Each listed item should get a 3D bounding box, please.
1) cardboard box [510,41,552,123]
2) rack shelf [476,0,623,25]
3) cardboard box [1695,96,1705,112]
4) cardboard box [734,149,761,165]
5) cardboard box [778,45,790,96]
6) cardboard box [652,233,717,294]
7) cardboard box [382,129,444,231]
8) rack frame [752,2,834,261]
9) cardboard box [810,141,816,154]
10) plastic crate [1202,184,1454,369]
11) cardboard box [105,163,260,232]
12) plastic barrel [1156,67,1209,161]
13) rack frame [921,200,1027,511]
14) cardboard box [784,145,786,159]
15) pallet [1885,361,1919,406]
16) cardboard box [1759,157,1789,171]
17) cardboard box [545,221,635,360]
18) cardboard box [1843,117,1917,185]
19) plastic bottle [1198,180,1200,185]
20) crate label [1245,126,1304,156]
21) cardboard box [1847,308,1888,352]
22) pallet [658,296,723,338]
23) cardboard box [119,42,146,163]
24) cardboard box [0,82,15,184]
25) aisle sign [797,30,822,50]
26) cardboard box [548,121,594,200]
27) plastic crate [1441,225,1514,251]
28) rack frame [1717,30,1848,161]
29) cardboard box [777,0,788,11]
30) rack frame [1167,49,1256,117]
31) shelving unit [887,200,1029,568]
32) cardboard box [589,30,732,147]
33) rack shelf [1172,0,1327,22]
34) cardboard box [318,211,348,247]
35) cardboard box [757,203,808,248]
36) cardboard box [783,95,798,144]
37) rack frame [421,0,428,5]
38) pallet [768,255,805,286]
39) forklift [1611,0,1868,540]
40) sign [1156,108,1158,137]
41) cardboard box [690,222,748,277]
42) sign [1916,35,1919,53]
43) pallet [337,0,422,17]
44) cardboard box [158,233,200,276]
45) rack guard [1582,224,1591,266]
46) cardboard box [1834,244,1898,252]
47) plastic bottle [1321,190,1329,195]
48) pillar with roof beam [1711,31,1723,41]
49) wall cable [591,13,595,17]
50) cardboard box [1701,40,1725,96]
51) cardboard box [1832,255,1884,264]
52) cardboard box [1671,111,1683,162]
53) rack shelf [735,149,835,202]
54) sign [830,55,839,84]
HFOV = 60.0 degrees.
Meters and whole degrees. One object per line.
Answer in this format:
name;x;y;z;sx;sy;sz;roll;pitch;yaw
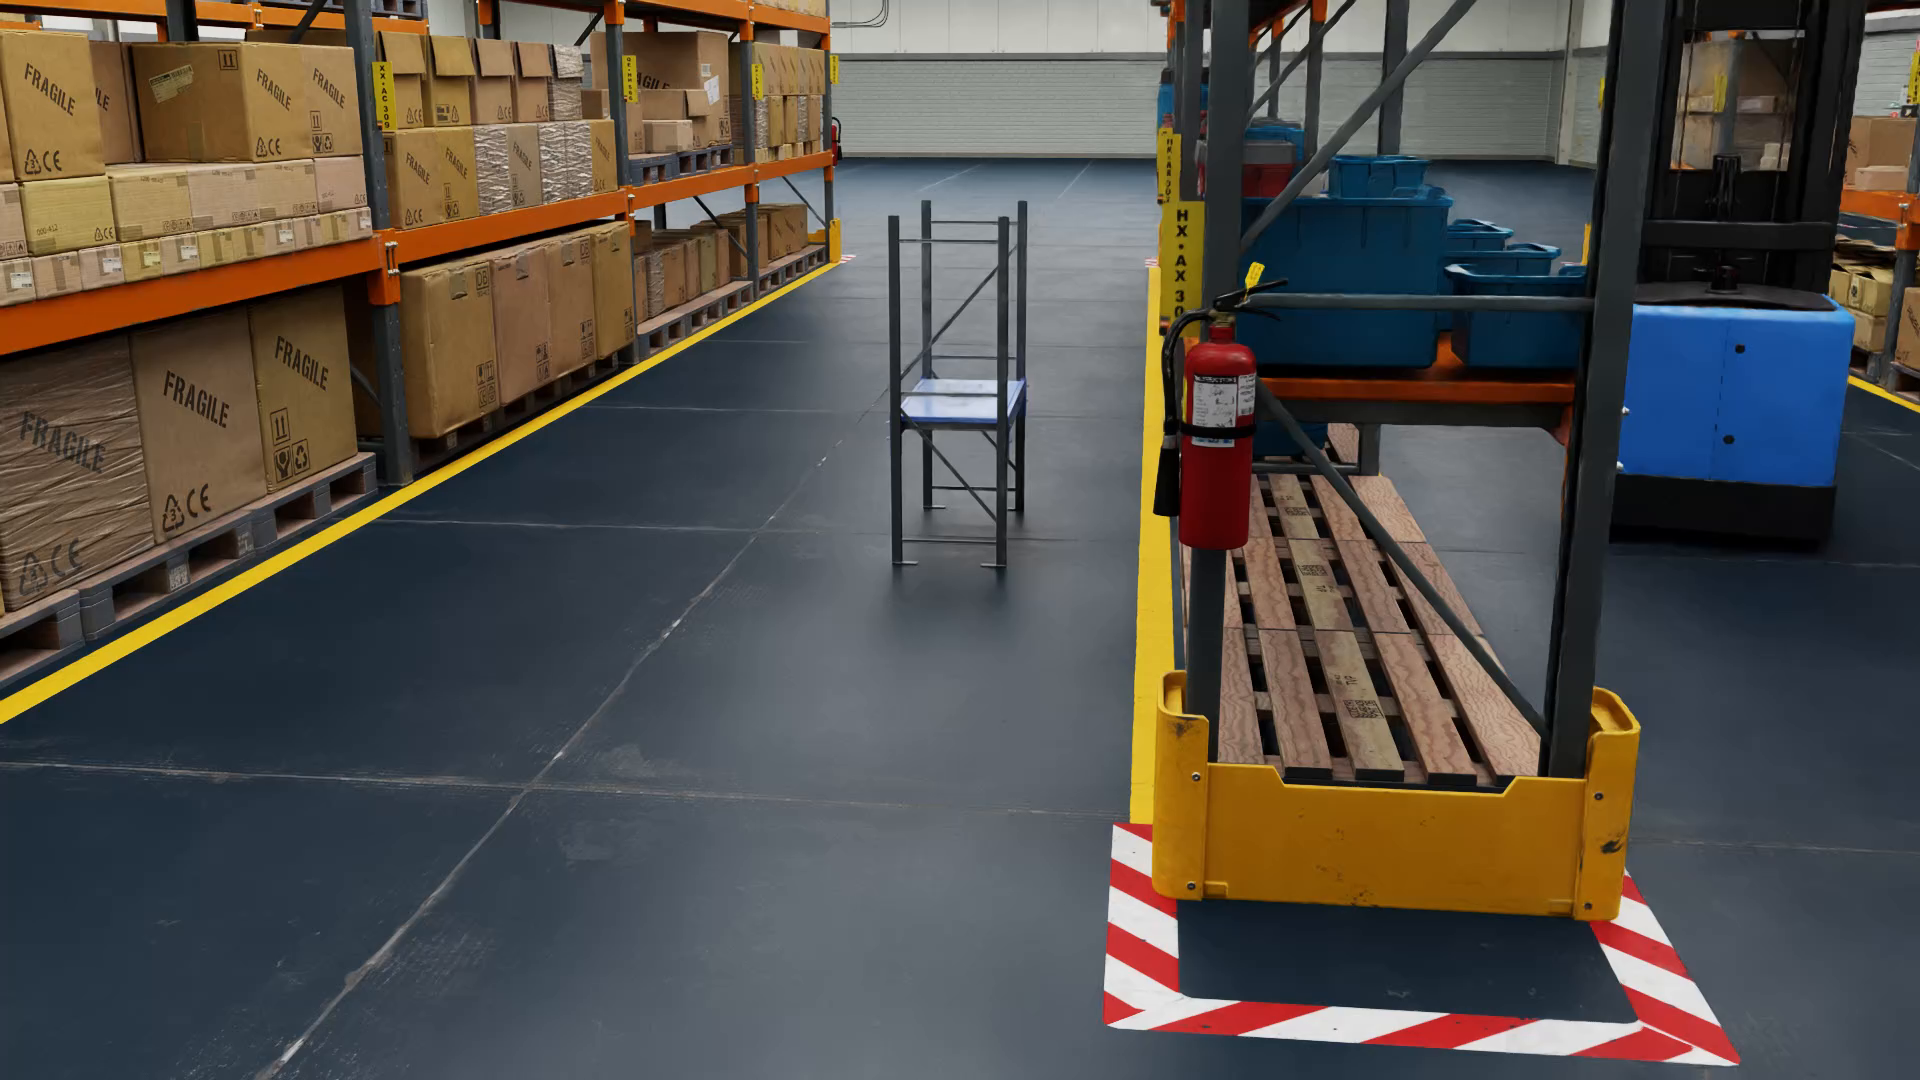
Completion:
cardboard box;-3.109;-2.959;10.744;0.797;0.503;0.637;2;15;8
rack shelf;-3.160;-3.366;9.996;1.077;0.370;4.000;2;15;6
cardboard box;7.263;-4.167;15.893;0.380;0.149;0.250;2;15;6
cardboard box;-2.160;-3.747;16.255;0.380;0.149;0.250;2;15;6
cardboard box;-2.068;-4.865;17.229;0.500;0.500;0.500;2;15;6
cardboard box;-2.646;-2.546;15.275;0.700;0.500;0.500;2;15;6
cardboard box;-3.085;-1.907;8.776;0.500;0.500;0.500;2;15;6
rack frame;-2.032;-4.859;19.885;1.000;3.000;0.127;2;15;6
cardboard box;-1.865;-4.527;19.137;0.380;0.149;0.250;2;15;6
plastic crate;0.936;-0.702;4.328;0.616;0.435;0.499;2;15;6
cardboard box;-3.288;-1.429;6.918;0.500;0.250;0.500;2;15;7
plastic barrel;2.094;-3.826;15.106;0.600;0.901;0.708;2;15;6
rack frame;0.067;-0.878;8.036;0.500;1.500;0.032;2;15;6
cardboard box;-2.043;-4.072;17.456;0.380;0.149;0.250;2;15;6
pallet;6.786;-0.953;10.781;1.003;0.211;1.213;2;15;6
cardboard box;7.057;-3.184;14.171;0.380;0.149;0.250;2;15;6
cardboard box;-3.033;-1.783;11.775;1.225;0.875;0.875;1;15;4
cardboard box;7.081;-2.975;12.727;0.500;0.500;0.500;1;15;3
plastic bottle;1.300;-1.747;8.616;0.152;0.276;0.135;2;15;6
crate label;2.368;-2.905;12.591;0.502;0.435;0.616;2;15;6
cardboard box;6.725;-1.510;11.965;0.500;0.250;0.500;2;15;8
pallet;-2.705;-1.956;14.492;1.003;0.211;1.213;2;15;6
cardboard box;-3.757;-1.936;7.355;0.500;0.500;0.500;2;15;6
cardboard box;-3.458;-1.389;5.332;0.500;0.500;0.500;1;15;5
aisle sign;-1.727;-6.121;19.573;0.394;0.787;0.004;2;15;6
cardboard box;-2.806;-2.568;11.221;0.500;0.500;0.500;2;15;6
plastic crate;1.588;-0.907;5.477;0.416;0.233;0.300;2;15;6
rack frame;7.360;-3.529;14.966;1.000;3.000;0.127;2;15;6
cardboard box;-2.056;-5.572;17.064;0.500;0.250;0.500;1;15;4
rack frame;2.890;-4.713;19.346;1.000;3.000;0.127;2;15;6
shelving unit;0.010;-0.746;7.548;0.538;1.500;1.048;2;15;6
cardboard box;-2.712;-4.112;15.169;1.000;1.000;1.000;2;15;7
rack shelf;1.761;-3.220;9.456;1.077;0.370;4.000;2;15;6
cardboard box;-3.123;-1.470;7.832;0.380;0.149;0.250;2;15;7
cardboard box;-2.119;-3.694;19.560;0.500;0.500;0.500;5;16;17
cardboard box;-2.226;-4.518;17.863;0.875;0.500;0.500;2;15;6
rack frame;-6.949;-7.927;19.739;1.000;3.000;0.127;2;15;6
pallet;-2.307;-2.968;18.234;1.003;0.211;1.213;2;15;6
forklift;3.872;-1.755;8.538;1.130;2.935;3.031;5;16;19
sign;2.344;-4.864;19.374;0.100;0.325;0.005;2;15;6
cardboard box;-2.398;-2.920;16.699;0.500;0.500;0.500;1;15;5
sign;14.608;-7.528;25.316;0.001;0.298;0.199;2;15;6
pallet;-7.022;-6.244;19.430;1.003;0.211;1.213;2;15;6
cardboard box;-3.269;-1.137;6.603;0.380;0.149;0.250;2;15;7
rack guard;7.814;-3.366;19.152;1.175;0.500;0.348;2;15;6
cardboard box;7.488;-2.297;13.799;0.500;0.311;0.500;2;15;6
plastic bottle;1.882;-1.707;8.611;0.097;0.201;0.097;0;15;0
pillar with roof beam;11.268;-11.906;34.452;9.100;9.000;0.400;2;15;6
wall cable;-10.065;-17.403;51.057;3.097;2.526;0.112;2;15;6
cardboard box;7.459;-4.450;15.695;0.700;0.500;0.500;2;15;6
cardboard box;6.835;-2.046;12.872;0.500;0.311;0.500;2;15;6
cardboard box;7.574;-4.092;16.858;0.700;0.500;0.500;2;15;8
rack shelf;-2.257;-3.993;18.061;1.077;0.370;4.000;2;15;6
sign;-1.482;-5.549;19.613;0.100;0.325;0.005;2;15;6
